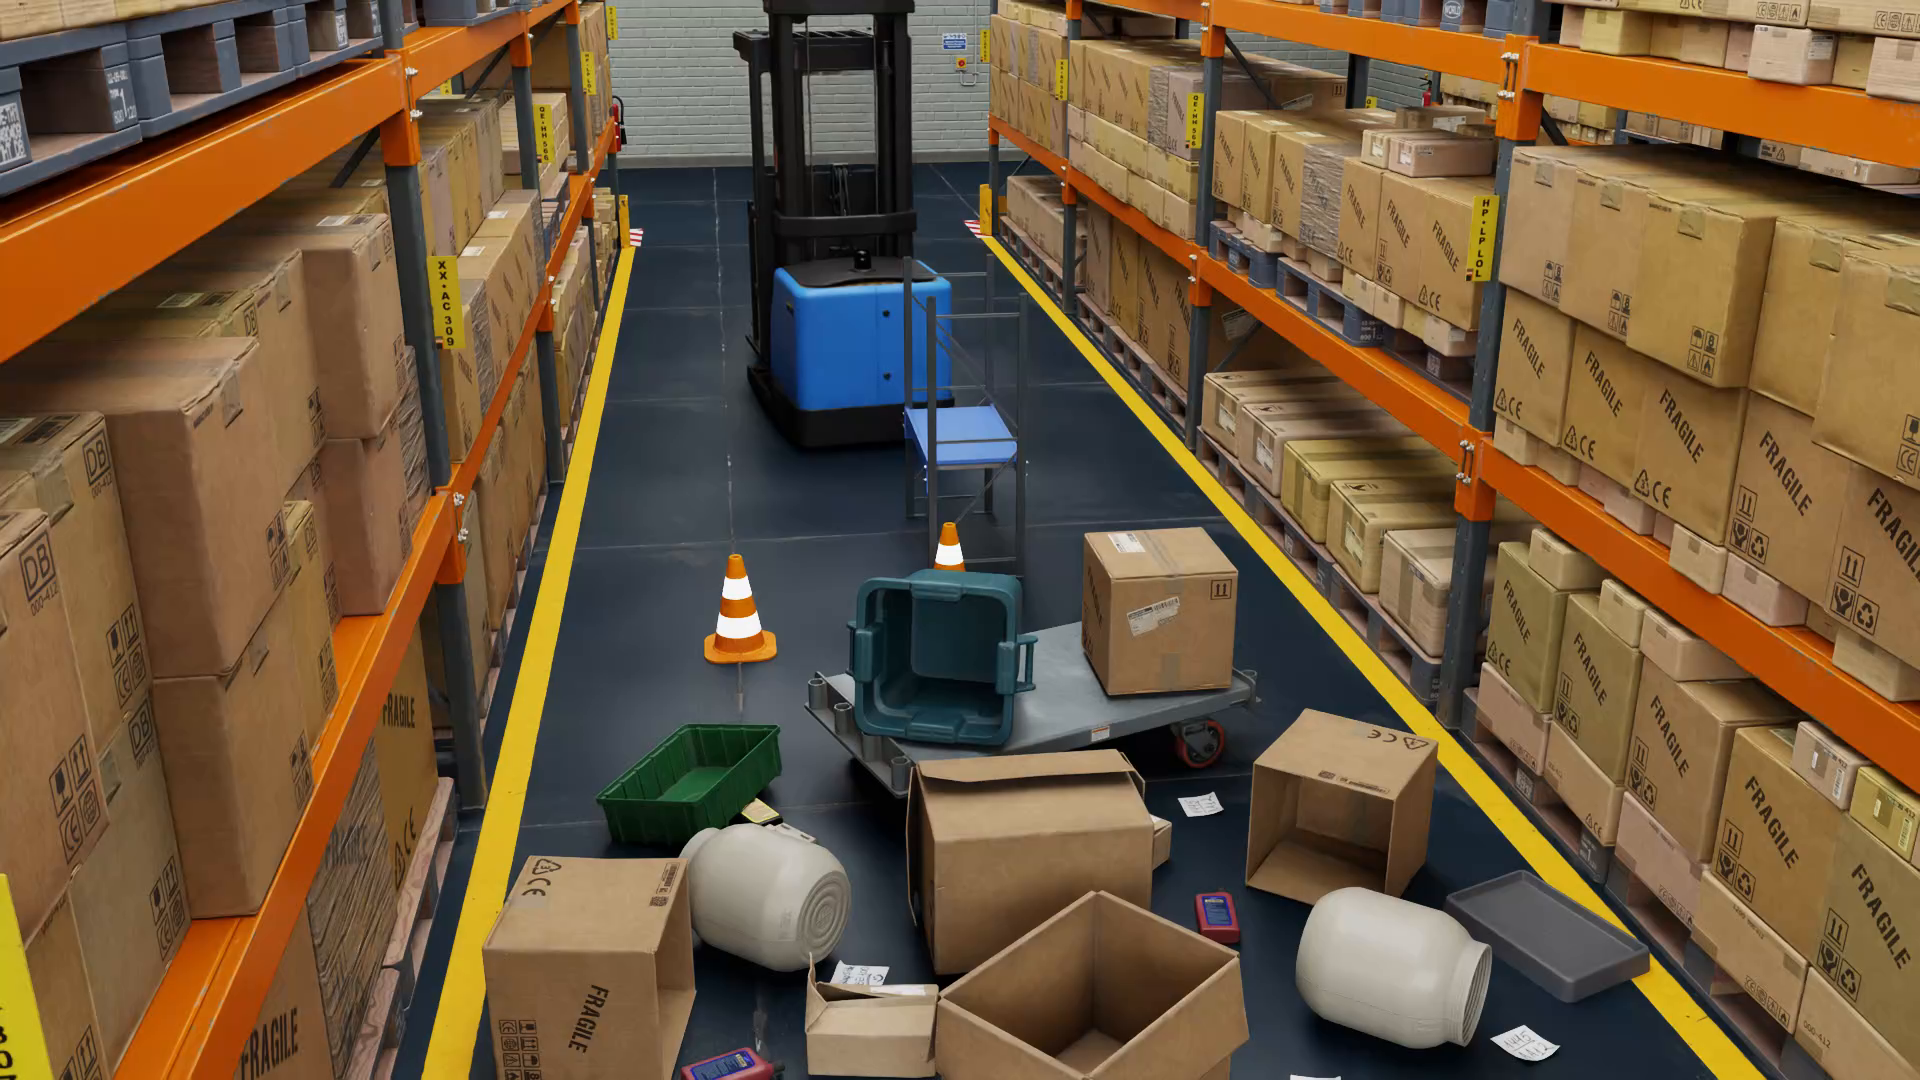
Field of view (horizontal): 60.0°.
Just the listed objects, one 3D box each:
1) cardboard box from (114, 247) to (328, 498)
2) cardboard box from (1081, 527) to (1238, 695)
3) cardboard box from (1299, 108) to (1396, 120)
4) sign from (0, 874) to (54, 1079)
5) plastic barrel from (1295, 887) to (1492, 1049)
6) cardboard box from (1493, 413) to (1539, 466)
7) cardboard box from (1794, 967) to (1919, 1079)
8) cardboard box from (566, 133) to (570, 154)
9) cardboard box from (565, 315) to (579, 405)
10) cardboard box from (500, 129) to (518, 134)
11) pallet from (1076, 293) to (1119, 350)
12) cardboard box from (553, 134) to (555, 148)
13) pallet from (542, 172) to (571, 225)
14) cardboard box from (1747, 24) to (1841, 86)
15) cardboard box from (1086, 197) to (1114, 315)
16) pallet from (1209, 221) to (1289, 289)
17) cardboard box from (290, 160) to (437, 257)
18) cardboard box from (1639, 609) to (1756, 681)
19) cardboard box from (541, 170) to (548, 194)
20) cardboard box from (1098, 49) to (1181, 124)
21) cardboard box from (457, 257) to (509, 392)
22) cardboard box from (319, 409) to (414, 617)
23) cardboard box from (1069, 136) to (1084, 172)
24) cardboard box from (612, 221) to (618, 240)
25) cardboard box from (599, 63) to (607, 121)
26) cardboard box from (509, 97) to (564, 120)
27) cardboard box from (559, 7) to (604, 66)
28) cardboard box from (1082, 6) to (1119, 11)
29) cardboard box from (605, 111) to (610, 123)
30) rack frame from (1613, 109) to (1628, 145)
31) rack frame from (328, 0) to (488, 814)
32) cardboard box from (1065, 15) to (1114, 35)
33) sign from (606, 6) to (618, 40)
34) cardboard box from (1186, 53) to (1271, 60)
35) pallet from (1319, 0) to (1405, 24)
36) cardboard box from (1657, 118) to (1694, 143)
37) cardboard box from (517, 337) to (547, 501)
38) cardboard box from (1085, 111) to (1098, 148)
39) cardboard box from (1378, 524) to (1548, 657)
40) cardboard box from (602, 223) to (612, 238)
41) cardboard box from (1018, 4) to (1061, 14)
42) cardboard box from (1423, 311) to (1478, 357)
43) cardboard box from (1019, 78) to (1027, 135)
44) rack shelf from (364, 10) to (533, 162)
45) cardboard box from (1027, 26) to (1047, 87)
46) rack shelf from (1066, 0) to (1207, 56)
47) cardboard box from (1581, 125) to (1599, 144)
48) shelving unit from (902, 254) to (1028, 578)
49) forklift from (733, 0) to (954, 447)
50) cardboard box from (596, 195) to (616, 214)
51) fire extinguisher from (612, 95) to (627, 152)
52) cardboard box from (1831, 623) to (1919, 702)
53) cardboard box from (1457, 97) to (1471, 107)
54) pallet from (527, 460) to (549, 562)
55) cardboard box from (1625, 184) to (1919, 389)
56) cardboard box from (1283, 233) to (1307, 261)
[{"bbox_3d":[-2.182,-0.423,4.303,0.875,0.550,0.550,-3,21,-8],"label":"cardboard box"},{"bbox_3d":[0.789,0.277,6.677,0.500,0.500,0.500,-3,21,-8],"label":"cardboard box"},{"bbox_3d":[2.310,-2.264,9.821,0.500,0.500,0.500,-4,21,-9],"label":"cardboard box"},{"bbox_3d":[-1.211,0.562,2.074,0.100,0.325,0.005,-3,21,-8],"label":"sign"},{"bbox_3d":[1.327,1.314,5.093,0.512,0.421,0.421,12,24,30],"label":"plastic barrel"},{"bbox_3d":[2.274,-0.396,6.349,0.380,0.149,0.250,-3,21,-8],"label":"cardboard box"},{"bbox_3d":[2.673,1.391,4.534,0.500,0.250,0.500,-3,21,-8],"label":"cardboard box"},{"bbox_3d":[-3.237,-3.076,12.923,0.380,0.149,0.250,-3,21,-9],"label":"cardboard box"},{"bbox_3d":[-2.839,-1.197,11.106,0.500,0.500,0.500,-3,21,-7],"label":"cardboard box"},{"bbox_3d":[-2.899,-2.537,10.629,0.380,0.149,0.250,-4,21,-10],"label":"cardboard box"},{"bbox_3d":[1.579,-1.839,13.839,1.003,0.211,1.213,-3,21,-8],"label":"pallet"},{"bbox_3d":[-3.044,-2.759,11.649,0.380,0.149,0.250,-3,21,-8],"label":"cardboard box"},{"bbox_3d":[-3.240,-2.333,11.449,1.003,0.211,1.213,-3,21,-8],"label":"pallet"},{"bbox_3d":[2.448,-1.355,4.630,0.380,0.149,0.250,-3,21,-9],"label":"cardboard box"},{"bbox_3d":[1.562,-2.400,13.790,0.875,0.875,0.875,-2,21,-6],"label":"cardboard box"},{"bbox_3d":[2.178,-1.693,9.735,1.213,0.211,1.003,-3,21,-8],"label":"pallet"},{"bbox_3d":[-2.491,-1.219,6.621,0.700,0.500,0.500,-3,21,-9],"label":"cardboard box"},{"bbox_3d":[2.440,0.332,5.370,0.380,0.149,0.250,-2,21,-5],"label":"cardboard box"},{"bbox_3d":[-2.938,-2.355,10.994,0.380,0.149,0.250,-2,21,-6],"label":"cardboard box"},{"bbox_3d":[1.343,-3.409,12.484,0.500,0.500,0.500,-3,21,-9],"label":"cardboard box"},{"bbox_3d":[-2.290,-0.945,7.316,0.500,0.500,0.500,-3,21,-8],"label":"cardboard box"},{"bbox_3d":[-2.171,-0.108,5.004,0.875,0.550,0.550,-3,21,-8],"label":"cardboard box"},{"bbox_3d":[1.195,-3.173,13.639,0.500,0.250,0.500,-3,21,-9],"label":"cardboard box"},{"bbox_3d":[-3.648,-3.115,16.743,0.380,0.149,0.250,-2,21,-6],"label":"cardboard box"},{"bbox_3d":[-3.596,-4.199,15.604,0.500,0.500,0.500,-3,21,-8],"label":"cardboard box"},{"bbox_3d":[-3.200,-3.260,12.566,0.380,0.149,0.250,-4,21,-9],"label":"cardboard box"},{"bbox_3d":[-3.598,-4.663,15.416,0.500,0.500,0.500,-2,21,-5],"label":"cardboard box"},{"bbox_3d":[1.324,-4.968,15.731,0.380,0.149,0.250,-2,21,-6],"label":"cardboard box"},{"bbox_3d":[-3.741,-4.293,16.782,0.380,0.149,0.250,-3,21,-8],"label":"cardboard box"},{"bbox_3d":[6.304,-3.661,14.730,1.000,3.000,0.127,-3,21,-8],"label":"rack frame"},{"bbox_3d":[-2.337,-0.354,5.878,1.000,3.000,0.127,-3,21,-8],"label":"rack frame"},{"bbox_3d":[1.103,-4.415,14.252,0.380,0.149,0.250,-2,21,-6],"label":"cardboard box"},{"bbox_3d":[-3.515,-5.221,16.800,0.100,0.325,0.005,-3,21,-8],"label":"sign"},{"bbox_3d":[1.931,-3.248,12.054,0.500,0.500,0.500,-3,21,-7],"label":"cardboard box"},{"bbox_3d":[2.410,-2.534,7.696,1.213,0.211,1.003,-3,21,-8],"label":"pallet"},{"bbox_3d":[6.228,-3.546,13.680,0.700,0.500,0.500,-3,21,-7],"label":"cardboard box"},{"bbox_3d":[-2.915,-0.667,9.329,1.050,0.750,0.750,-3,21,-8],"label":"cardboard box"},{"bbox_3d":[1.280,-3.227,13.069,0.500,0.250,0.500,-3,21,-7],"label":"cardboard box"},{"bbox_3d":[2.468,0.214,7.512,0.950,0.372,0.625,-3,21,-7],"label":"cardboard box"},{"bbox_3d":[-3.545,-2.983,15.965,0.380,0.149,0.250,-3,21,-7],"label":"cardboard box"},{"bbox_3d":[0.772,-5.115,16.124,0.380,0.149,0.250,-3,21,-7],"label":"cardboard box"},{"bbox_3d":[2.199,-0.882,7.050,0.380,0.149,0.250,-3,21,-7],"label":"cardboard box"},{"bbox_3d":[0.846,-4.137,15.862,0.500,0.500,0.500,-2,21,-6],"label":"cardboard box"},{"bbox_3d":[-2.626,-2.115,7.333,1.077,0.370,4.000,-3,21,-8],"label":"rack shelf"},{"bbox_3d":[0.904,-4.425,15.206,0.500,0.500,0.500,-3,21,-7],"label":"cardboard box"},{"bbox_3d":[1.681,-3.785,11.803,1.077,0.370,4.000,-3,21,-8],"label":"rack shelf"},{"bbox_3d":[5.950,-3.730,15.274,0.380,0.149,0.250,-2,21,-6],"label":"cardboard box"},{"bbox_3d":[0.012,-0.673,8.875,0.538,1.500,1.048,-3,21,-8],"label":"shelving unit"},{"bbox_3d":[-0.931,-2.451,11.588,1.130,2.935,3.031,-6,21,-15],"label":"forklift"},{"bbox_3d":[-3.598,-3.305,16.403,0.380,0.149,0.250,-3,21,-9],"label":"cardboard box"},{"bbox_3d":[-3.647,-4.409,17.377,0.296,0.674,0.183,-3,21,-8],"label":"fire extinguisher"},{"bbox_3d":[2.604,0.306,4.470,0.380,0.149,0.250,-3,21,-8],"label":"cardboard box"},{"bbox_3d":[5.586,-4.714,17.911,0.380,0.149,0.250,-2,21,-6],"label":"cardboard box"},{"bbox_3d":[-2.875,-0.156,9.333,1.003,0.211,1.213,-3,21,-8],"label":"pallet"},{"bbox_3d":[2.493,-0.777,5.013,0.700,0.500,0.500,-3,21,-9],"label":"cardboard box"},{"bbox_3d":[1.965,-1.609,8.995,0.380,0.149,0.250,-2,21,-5],"label":"cardboard box"}]
